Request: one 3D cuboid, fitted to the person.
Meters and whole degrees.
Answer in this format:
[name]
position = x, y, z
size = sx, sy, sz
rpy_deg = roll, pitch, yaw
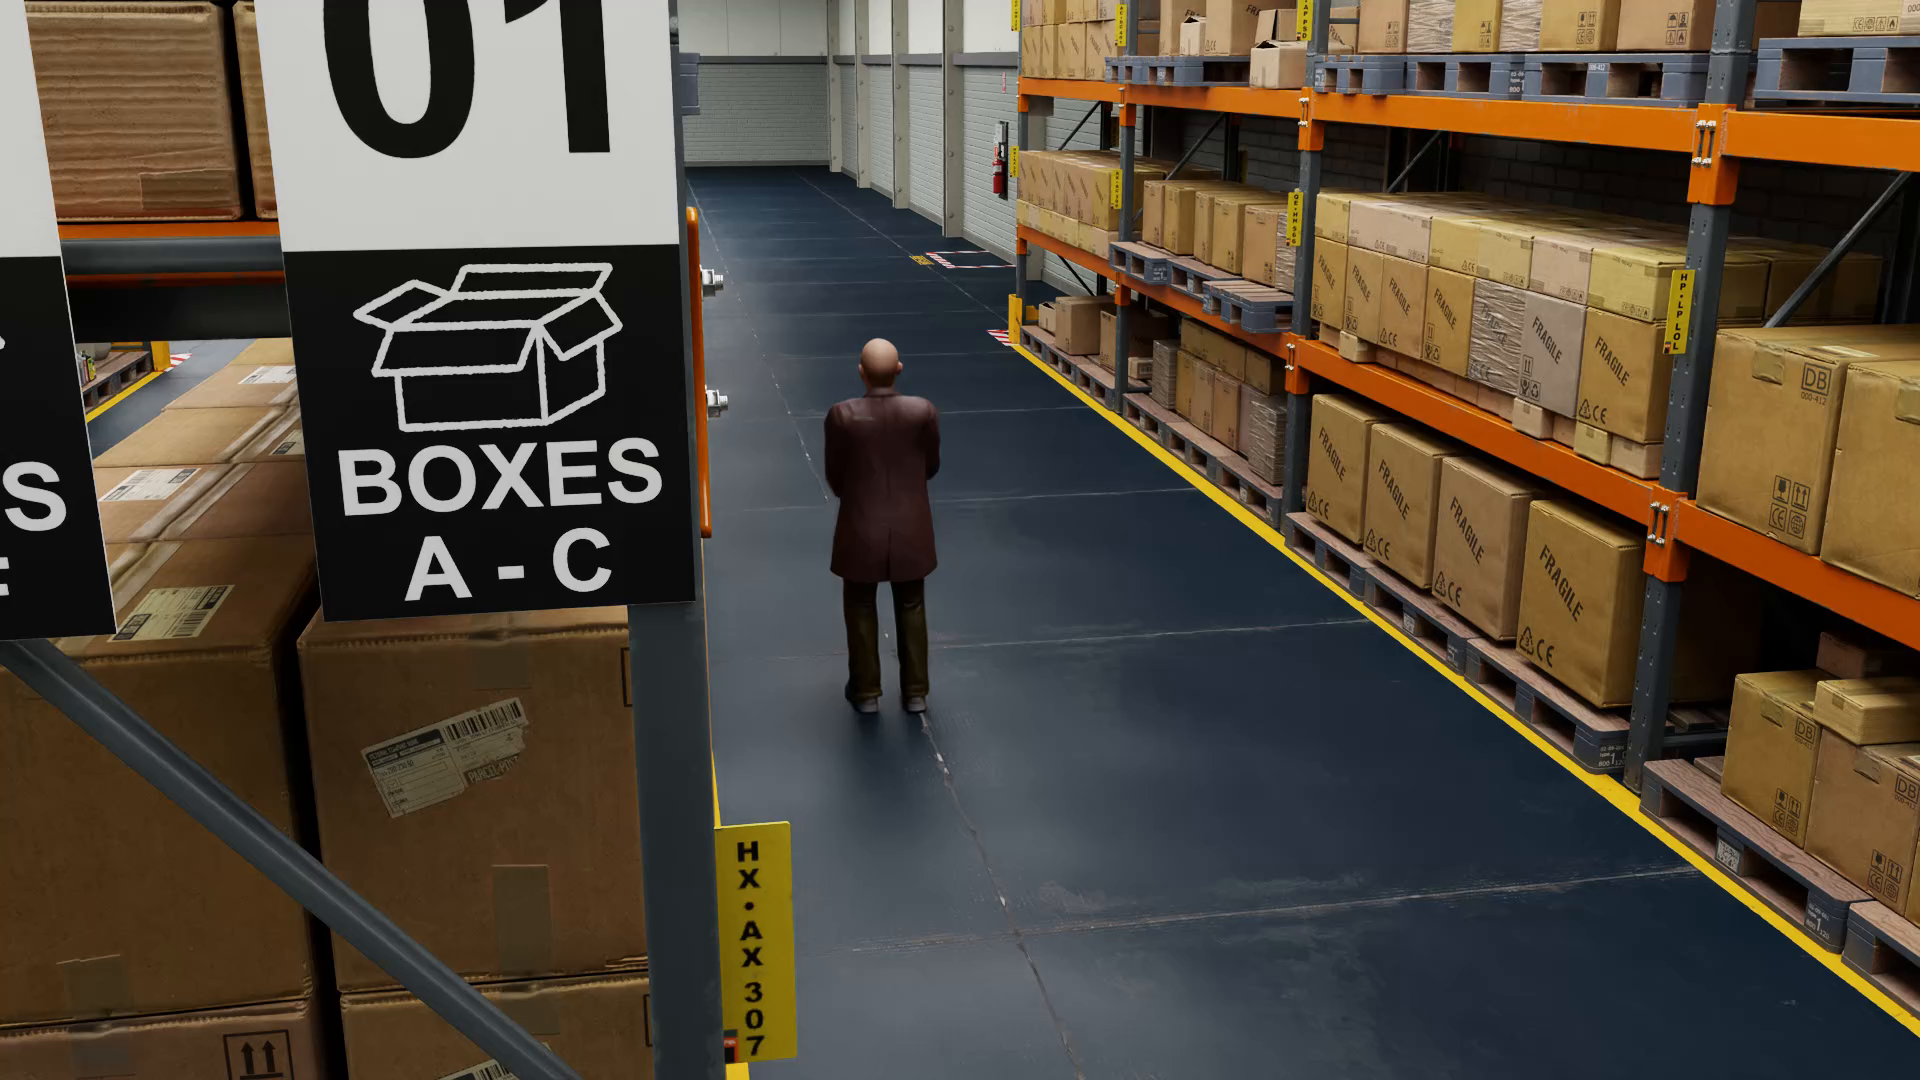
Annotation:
[person]
position = -0.376, -0.087, 7.852
size = 0.542, 1.779, 0.541
rpy_deg = -3, 16, -11
